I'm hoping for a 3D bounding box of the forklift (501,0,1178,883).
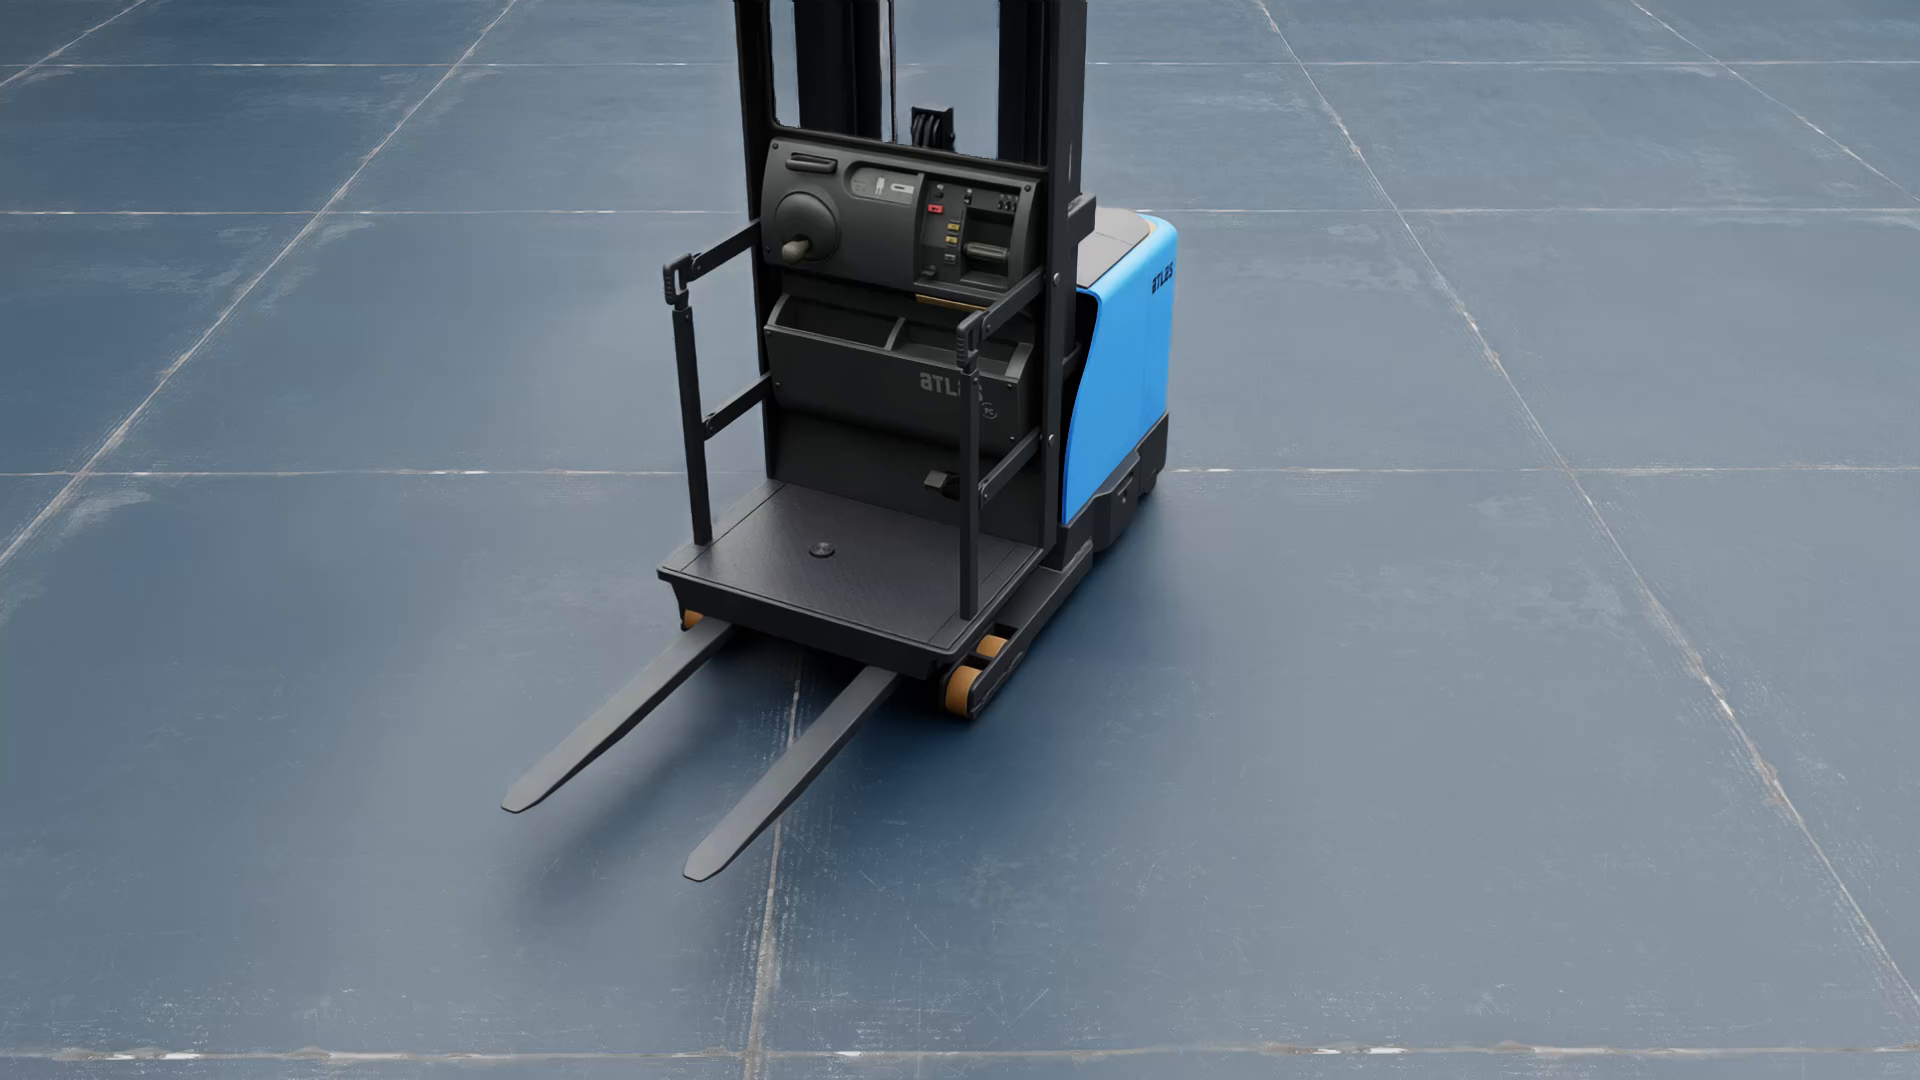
[{"bbox_3d":[-0.296,-0.948,4.987,1.130,2.935,3.031,15,34,23],"label":"forklift"}]

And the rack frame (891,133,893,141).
[{"bbox_3d":[-0.155,-1.109,6.919,0.240,1.200,0.006,-3,32,-6],"label":"rack frame"}]

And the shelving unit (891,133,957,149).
[{"bbox_3d":[-0.144,-1.061,6.841,0.258,1.200,0.189,-3,32,-6],"label":"shelving unit"}]
